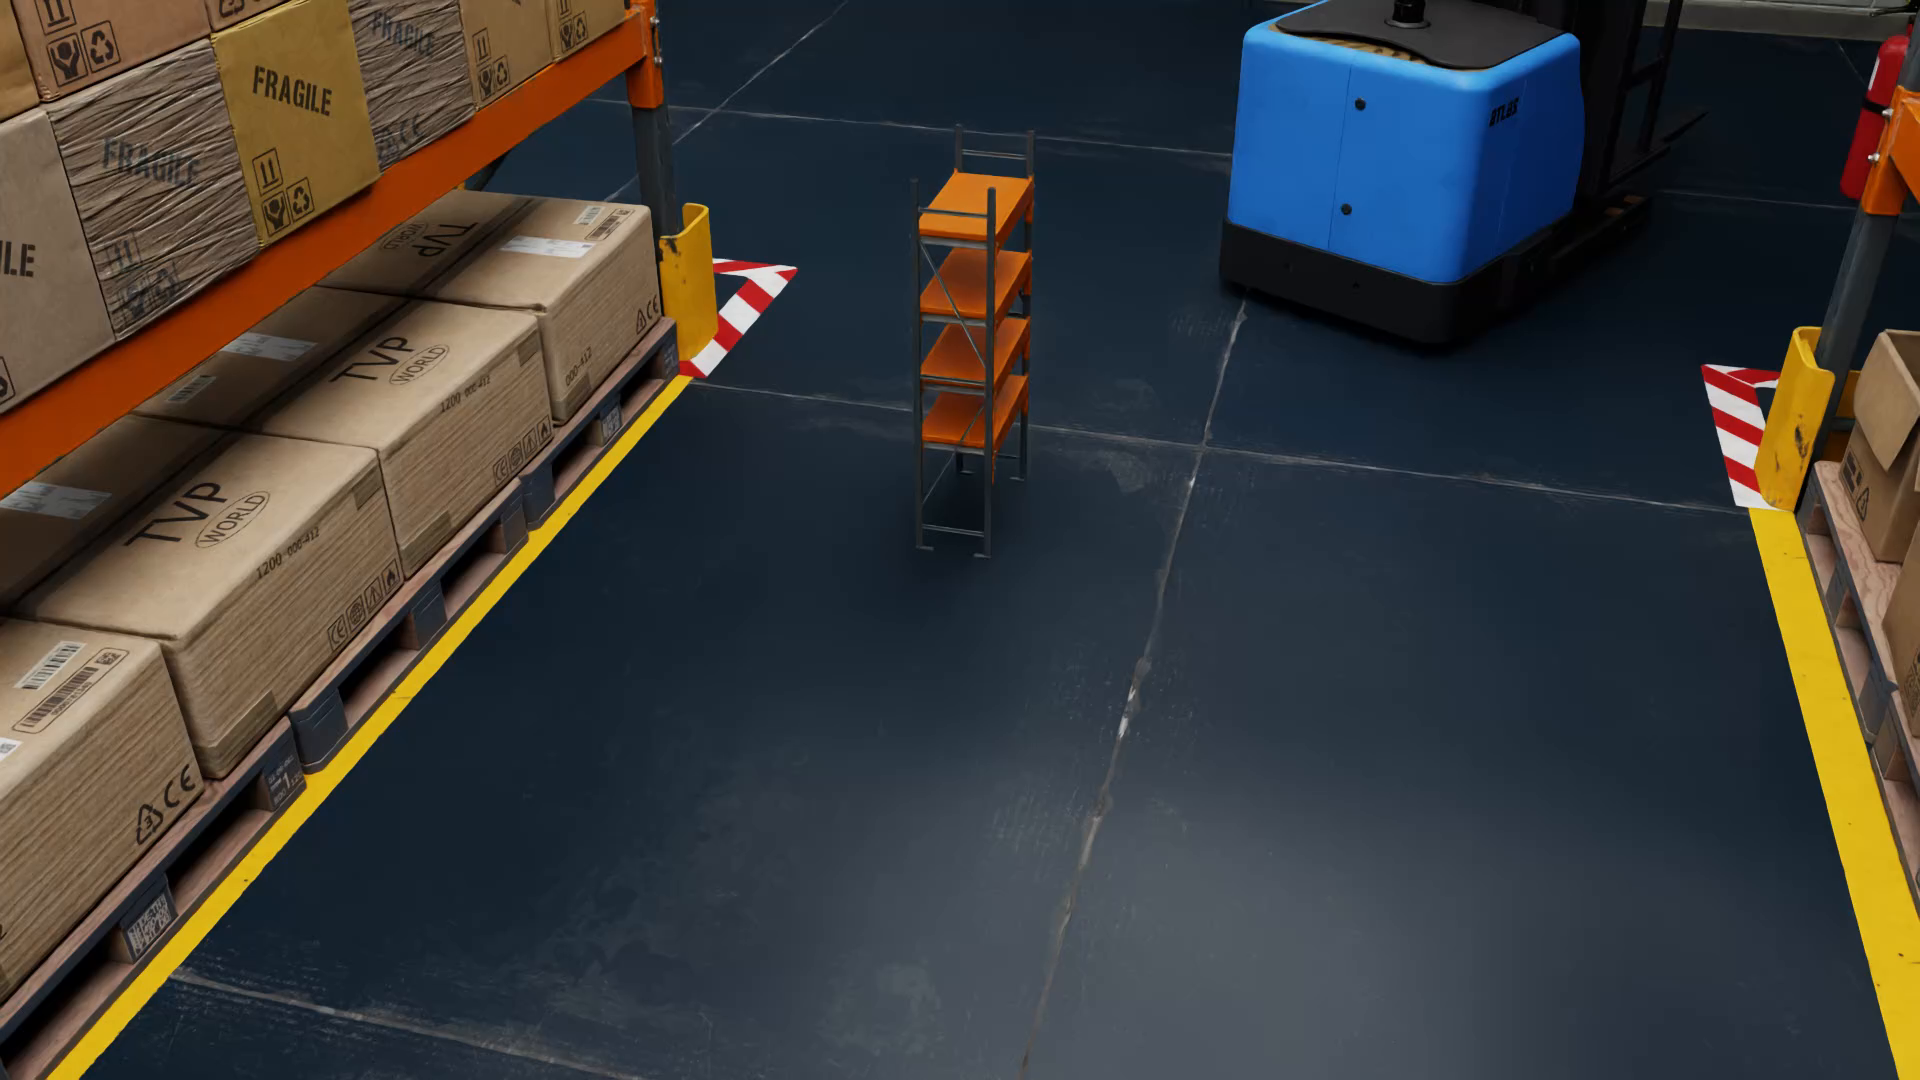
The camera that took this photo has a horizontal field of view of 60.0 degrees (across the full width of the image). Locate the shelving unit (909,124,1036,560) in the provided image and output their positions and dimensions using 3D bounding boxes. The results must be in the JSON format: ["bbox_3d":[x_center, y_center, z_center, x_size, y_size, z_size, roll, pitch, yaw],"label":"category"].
[{"bbox_3d":[0.042,-0.592,5.063,0.258,1.200,0.503,8,33,12],"label":"shelving unit"}]

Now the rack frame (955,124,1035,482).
[{"bbox_3d":[0.104,-0.719,5.262,0.240,1.200,0.015,8,33,12],"label":"rack frame"}]

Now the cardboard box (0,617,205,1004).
[{"bbox_3d":[-2.303,0.576,3.544,0.875,0.438,0.875,8,33,12],"label":"cardboard box"}]

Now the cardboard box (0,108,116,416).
[{"bbox_3d":[-2.062,-0.527,3.190,0.500,0.500,0.500,8,33,13],"label":"cardboard box"}]

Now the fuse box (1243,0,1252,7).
[{"bbox_3d":[1.852,-4.116,10.130,0.539,1.711,0.414,8,33,12],"label":"fuse box"}]

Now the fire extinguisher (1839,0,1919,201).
[{"bbox_3d":[2.841,-1.368,5.025,0.296,0.674,0.183,8,33,12],"label":"fire extinguisher"}]

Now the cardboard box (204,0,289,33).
[{"bbox_3d":[-1.806,-1.482,3.760,0.500,0.500,0.500,8,33,12],"label":"cardboard box"}]

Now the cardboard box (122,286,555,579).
[{"bbox_3d":[-1.846,-0.356,5.011,0.875,0.438,0.875,9,34,14],"label":"cardboard box"}]

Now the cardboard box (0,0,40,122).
[{"bbox_3d":[-2.077,-0.956,2.933,0.500,0.500,0.500,8,33,12],"label":"cardboard box"}]

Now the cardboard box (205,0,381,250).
[{"bbox_3d":[-1.799,-1.052,4.015,0.500,0.500,0.500,9,34,14],"label":"cardboard box"}]

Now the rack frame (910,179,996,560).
[{"bbox_3d":[-0.020,-0.466,4.864,0.240,1.200,0.015,8,33,12],"label":"rack frame"}]

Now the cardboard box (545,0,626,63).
[{"bbox_3d":[-1.418,-1.848,5.268,0.500,0.500,0.500,8,33,13],"label":"cardboard box"}]

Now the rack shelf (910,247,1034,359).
[{"bbox_3d":[0.042,-0.724,4.979,0.258,0.148,0.480,8,33,12],"label":"rack shelf"}]

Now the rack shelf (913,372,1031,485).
[{"bbox_3d":[0.042,-0.368,5.206,0.258,0.148,0.480,8,33,12],"label":"rack shelf"}]

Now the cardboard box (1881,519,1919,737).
[{"bbox_3d":[2.749,0.202,4.075,0.700,0.500,0.500,9,34,14],"label":"cardboard box"}]

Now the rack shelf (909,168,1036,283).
[{"bbox_3d":[0.042,-0.924,4.852,0.258,0.148,0.480,8,33,12],"label":"rack shelf"}]

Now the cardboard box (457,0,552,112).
[{"bbox_3d":[-1.560,-1.590,4.861,0.500,0.500,0.500,7,33,11],"label":"cardboard box"}]

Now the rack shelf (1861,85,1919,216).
[{"bbox_3d":[2.743,-0.077,3.246,1.077,0.370,4.000,8,33,12],"label":"rack shelf"}]

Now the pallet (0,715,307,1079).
[{"bbox_3d":[-2.298,0.776,3.832,1.003,0.211,1.213,8,33,12],"label":"pallet"}]

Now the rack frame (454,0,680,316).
[{"bbox_3d":[-1.551,-2.092,5.745,1.000,3.000,0.127,8,33,12],"label":"rack frame"}]

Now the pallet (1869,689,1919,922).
[{"bbox_3d":[2.719,0.843,3.728,1.003,0.211,1.213,8,33,12],"label":"pallet"}]

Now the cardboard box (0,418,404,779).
[{"bbox_3d":[-2.077,0.112,4.275,0.875,0.438,0.875,7,33,11],"label":"cardboard box"}]

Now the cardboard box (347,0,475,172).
[{"bbox_3d":[-1.681,-1.321,4.439,0.500,0.500,0.500,9,34,14],"label":"cardboard box"}]

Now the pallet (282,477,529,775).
[{"bbox_3d":[-1.990,0.141,4.831,1.003,0.211,1.213,8,33,12],"label":"pallet"}]

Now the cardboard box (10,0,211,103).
[{"bbox_3d":[-1.936,-1.220,3.348,0.500,0.500,0.500,9,33,13],"label":"cardboard box"}]

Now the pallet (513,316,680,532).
[{"bbox_3d":[-1.679,-0.490,5.824,1.003,0.211,1.213,8,33,12],"label":"pallet"}]

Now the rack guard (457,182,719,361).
[{"bbox_3d":[-1.545,-1.050,6.435,1.175,0.500,0.348,8,33,12],"label":"rack guard"}]

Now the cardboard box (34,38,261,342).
[{"bbox_3d":[-1.930,-0.784,3.595,0.500,0.500,0.500,8,33,13],"label":"cardboard box"}]

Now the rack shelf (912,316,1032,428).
[{"bbox_3d":[0.042,-0.535,5.099,0.258,0.148,0.480,8,33,12],"label":"rack shelf"}]

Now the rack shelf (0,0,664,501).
[{"bbox_3d":[-2.059,-0.751,4.306,1.077,0.370,4.000,8,33,12],"label":"rack shelf"}]

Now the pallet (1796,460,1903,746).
[{"bbox_3d":[3.030,0.212,4.720,1.003,0.211,1.213,8,33,12],"label":"pallet"}]

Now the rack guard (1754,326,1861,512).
[{"bbox_3d":[3.232,-0.324,5.294,1.175,0.500,0.348,8,33,12],"label":"rack guard"}]

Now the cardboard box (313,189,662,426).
[{"bbox_3d":[-1.622,-0.832,5.760,0.875,0.438,0.875,7,33,11],"label":"cardboard box"}]

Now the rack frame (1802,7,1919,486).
[{"bbox_3d":[3.251,-1.418,4.685,1.000,3.000,0.127,8,33,12],"label":"rack frame"}]

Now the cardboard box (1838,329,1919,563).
[{"bbox_3d":[3.004,-0.238,4.763,0.797,0.503,0.637,7,33,10],"label":"cardboard box"}]

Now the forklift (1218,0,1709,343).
[{"bbox_3d":[2.422,-2.688,6.746,1.130,2.935,3.031,26,40,34],"label":"forklift"}]
